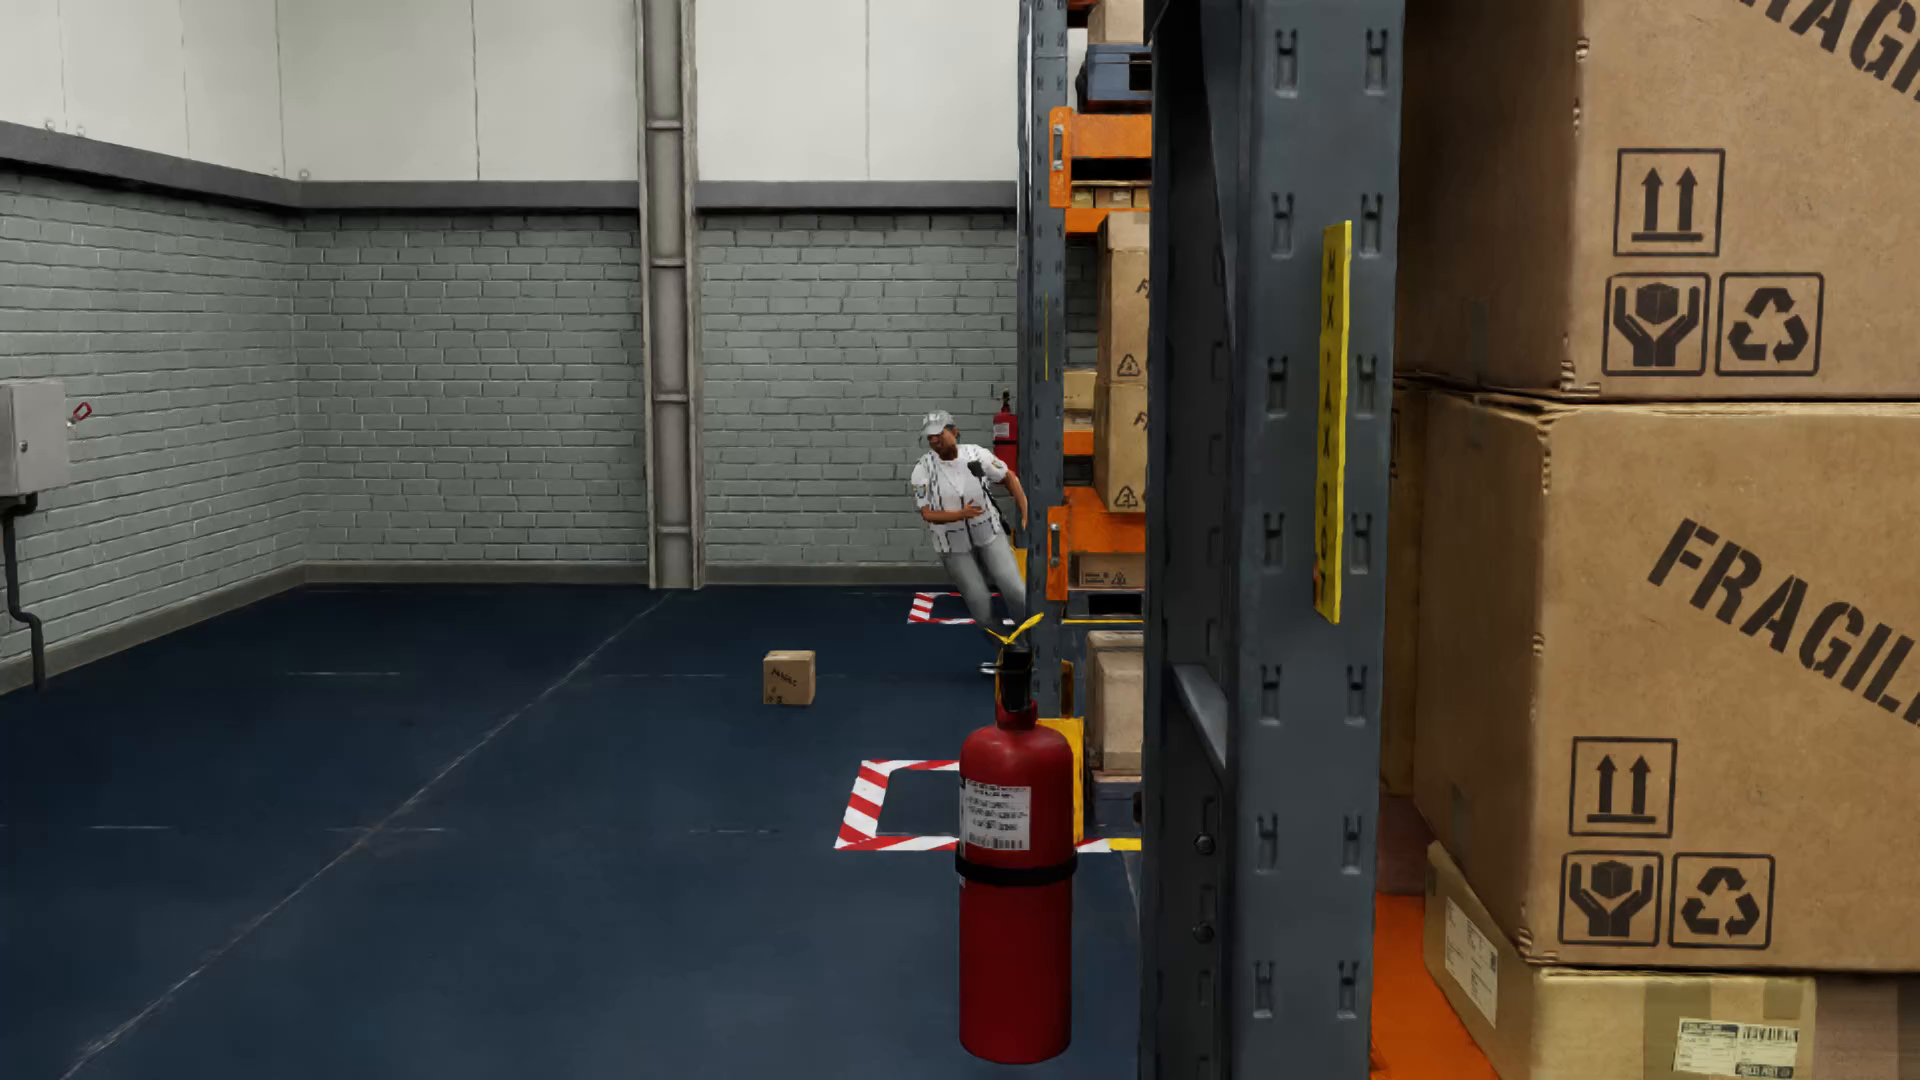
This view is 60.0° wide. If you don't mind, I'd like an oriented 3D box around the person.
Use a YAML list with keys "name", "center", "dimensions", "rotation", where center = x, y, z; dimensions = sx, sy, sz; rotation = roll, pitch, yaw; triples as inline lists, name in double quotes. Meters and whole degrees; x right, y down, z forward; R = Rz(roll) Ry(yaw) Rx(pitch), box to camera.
- name: "person"
  center: [0.177, 0.029, 9.475]
  dimensions: [0.890, 1.541, 0.562]
  rotation: [-1, 7, -6]
